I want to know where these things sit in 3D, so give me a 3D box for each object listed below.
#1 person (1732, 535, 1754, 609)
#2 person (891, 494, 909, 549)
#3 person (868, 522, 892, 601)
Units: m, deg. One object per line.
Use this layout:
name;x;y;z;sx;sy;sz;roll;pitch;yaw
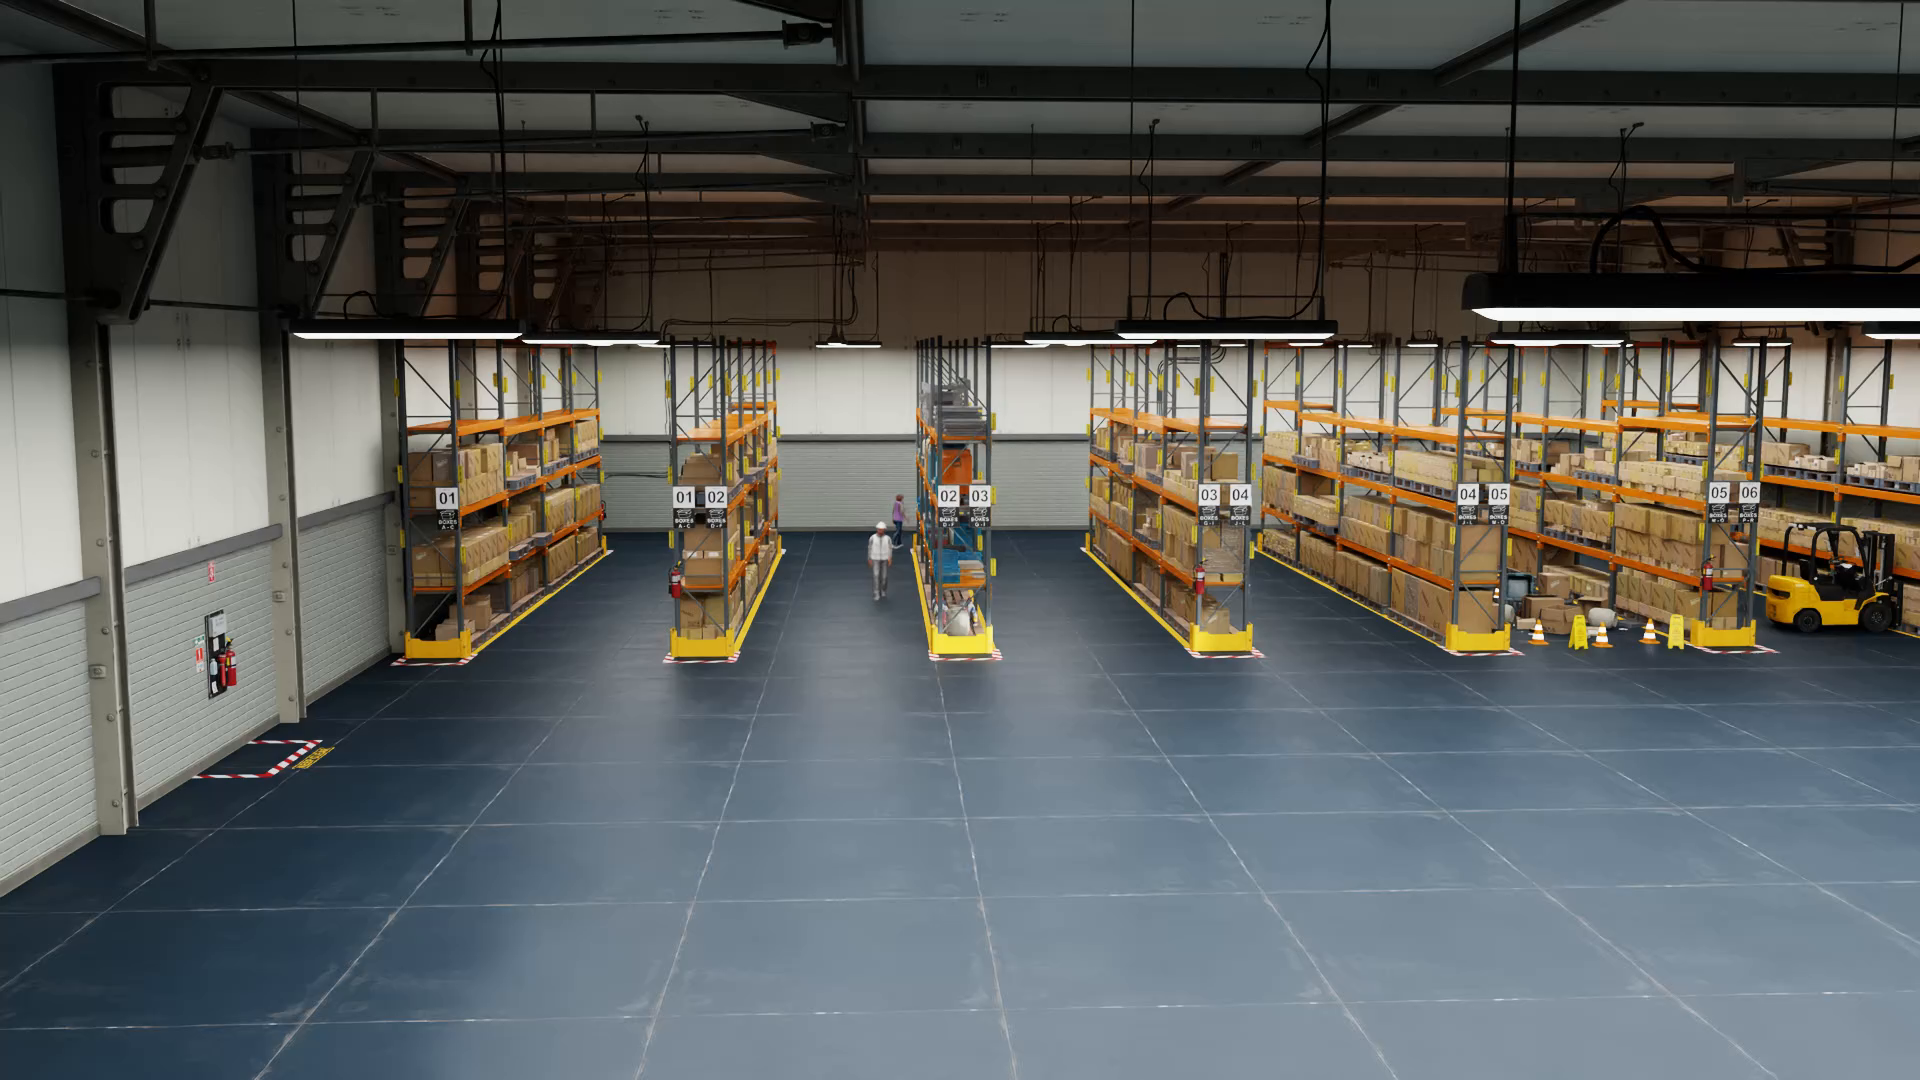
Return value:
person;17.382;0.751;36.836;0.448;1.697;0.612;-1;7;-12
person;-1.823;-0.553;48.372;0.663;1.581;0.497;-4;8;-32
person;-1.821;0.489;38.502;0.569;1.778;0.725;-1;7;-11
